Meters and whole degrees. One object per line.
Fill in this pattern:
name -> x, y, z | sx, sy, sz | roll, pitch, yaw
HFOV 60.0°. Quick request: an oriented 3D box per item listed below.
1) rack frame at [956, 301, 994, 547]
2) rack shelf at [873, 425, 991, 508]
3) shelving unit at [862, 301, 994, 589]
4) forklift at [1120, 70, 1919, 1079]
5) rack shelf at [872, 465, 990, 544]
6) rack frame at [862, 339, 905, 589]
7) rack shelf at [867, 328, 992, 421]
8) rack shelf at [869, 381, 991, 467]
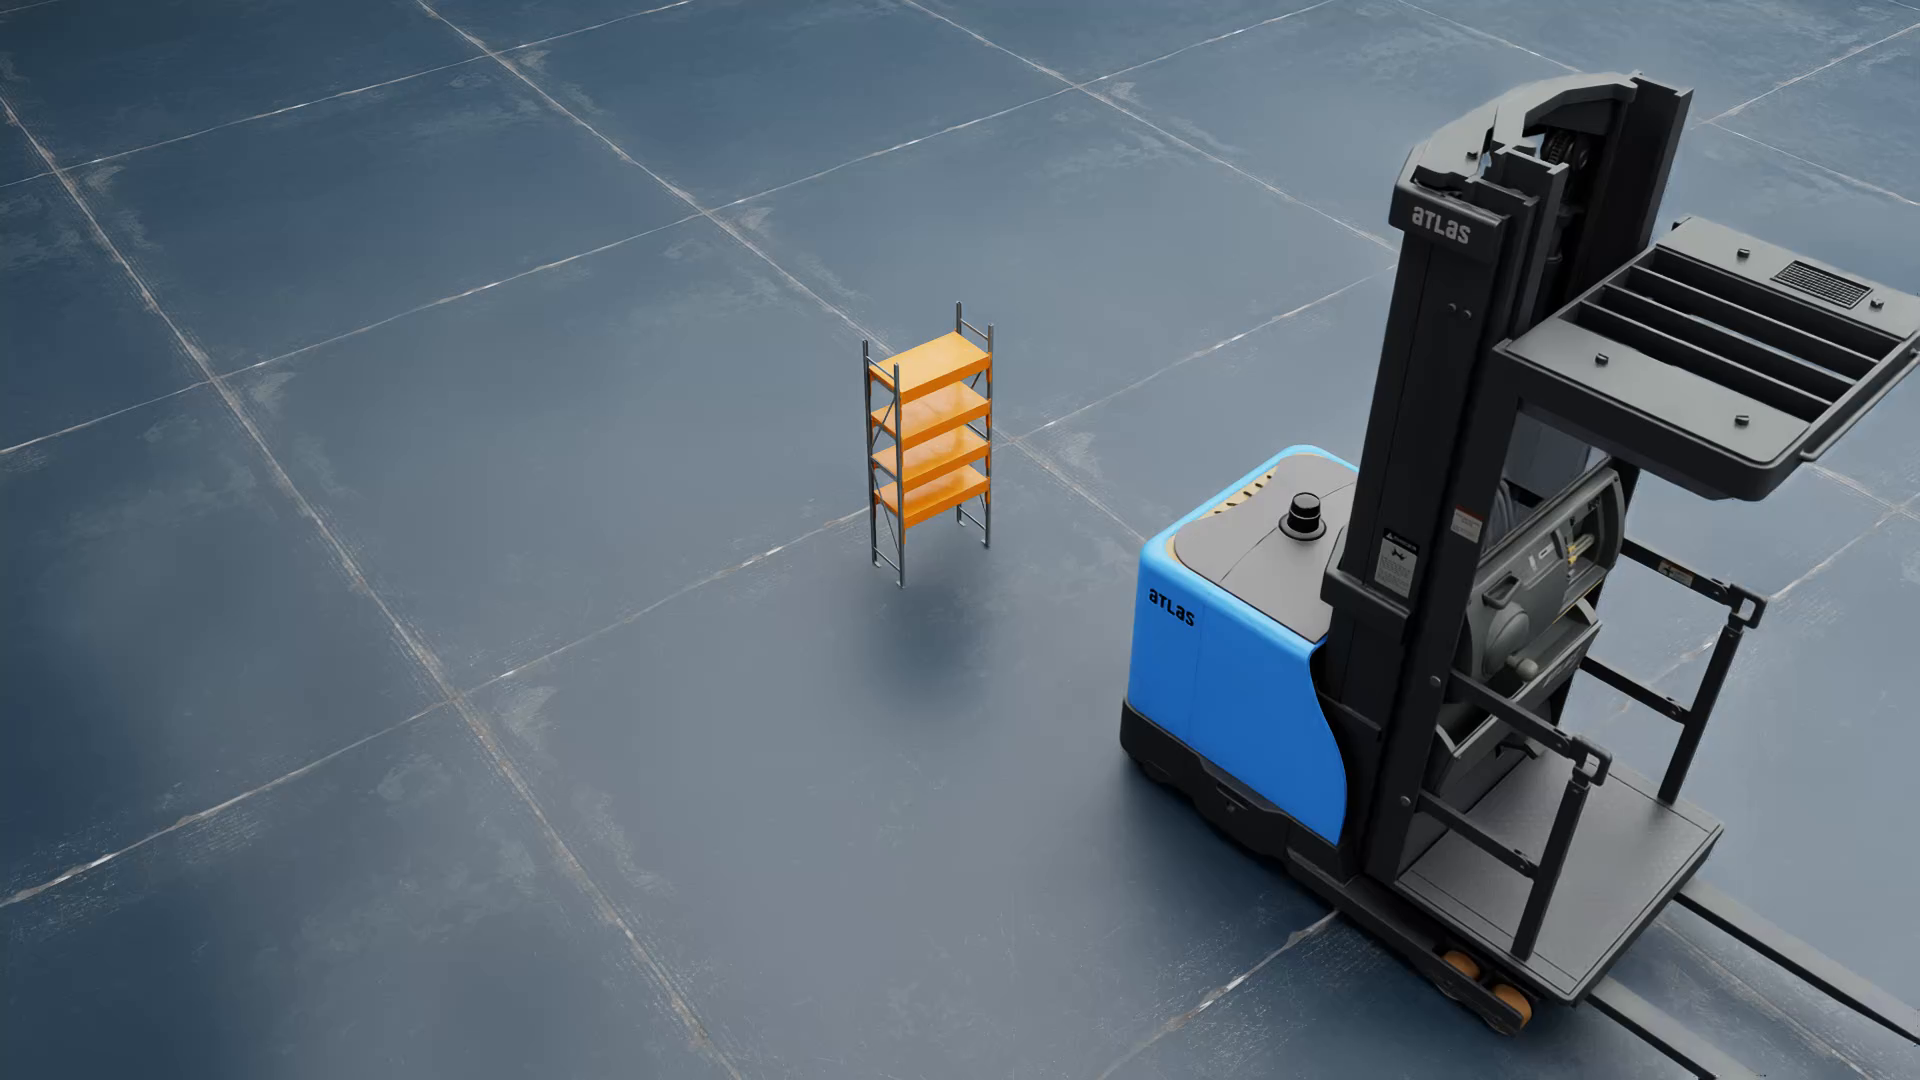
rack frame -> 0.062, -0.494, 7.406 | 0.015, 1.200, 0.240 | -26, 46, -28
rack shelf -> -0.131, -0.348, 7.334 | 0.480, 0.148, 0.258 | -26, 46, -28
shelving unit -> -0.131, -0.400, 7.291 | 0.503, 1.200, 0.258 | -26, 46, -28
forklift -> 2.026, 0.181, 5.219 | 1.130, 2.935, 3.031 | -32, 49, -33
rack shelf -> -0.131, -0.194, 7.460 | 0.480, 0.148, 0.258 | -26, 46, -28
rack frame -> -0.325, -0.306, 7.177 | 0.015, 1.200, 0.240 | -26, 46, -28
rack shelf -> -0.131, -0.704, 7.042 | 0.480, 0.148, 0.258 | -26, 46, -28
rack shelf -> -0.131, -0.521, 7.192 | 0.480, 0.148, 0.258 | -26, 46, -28
